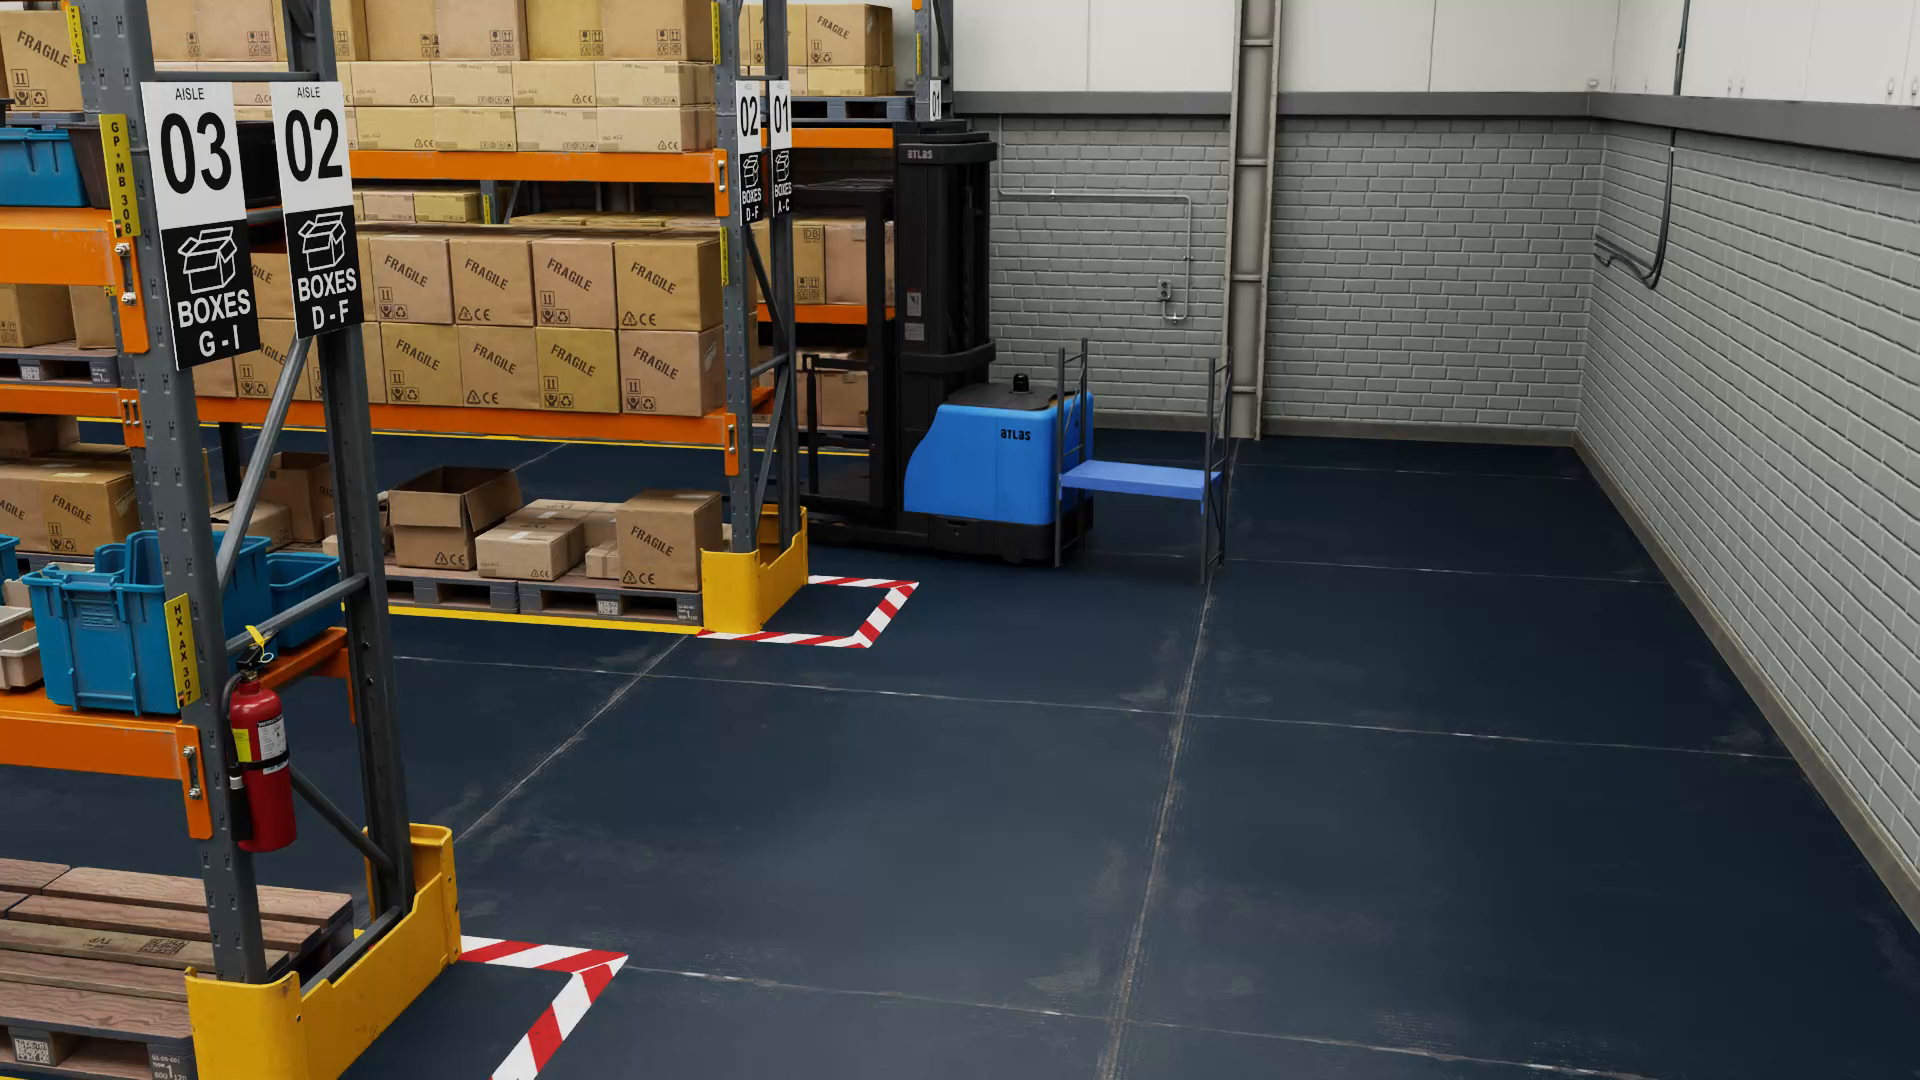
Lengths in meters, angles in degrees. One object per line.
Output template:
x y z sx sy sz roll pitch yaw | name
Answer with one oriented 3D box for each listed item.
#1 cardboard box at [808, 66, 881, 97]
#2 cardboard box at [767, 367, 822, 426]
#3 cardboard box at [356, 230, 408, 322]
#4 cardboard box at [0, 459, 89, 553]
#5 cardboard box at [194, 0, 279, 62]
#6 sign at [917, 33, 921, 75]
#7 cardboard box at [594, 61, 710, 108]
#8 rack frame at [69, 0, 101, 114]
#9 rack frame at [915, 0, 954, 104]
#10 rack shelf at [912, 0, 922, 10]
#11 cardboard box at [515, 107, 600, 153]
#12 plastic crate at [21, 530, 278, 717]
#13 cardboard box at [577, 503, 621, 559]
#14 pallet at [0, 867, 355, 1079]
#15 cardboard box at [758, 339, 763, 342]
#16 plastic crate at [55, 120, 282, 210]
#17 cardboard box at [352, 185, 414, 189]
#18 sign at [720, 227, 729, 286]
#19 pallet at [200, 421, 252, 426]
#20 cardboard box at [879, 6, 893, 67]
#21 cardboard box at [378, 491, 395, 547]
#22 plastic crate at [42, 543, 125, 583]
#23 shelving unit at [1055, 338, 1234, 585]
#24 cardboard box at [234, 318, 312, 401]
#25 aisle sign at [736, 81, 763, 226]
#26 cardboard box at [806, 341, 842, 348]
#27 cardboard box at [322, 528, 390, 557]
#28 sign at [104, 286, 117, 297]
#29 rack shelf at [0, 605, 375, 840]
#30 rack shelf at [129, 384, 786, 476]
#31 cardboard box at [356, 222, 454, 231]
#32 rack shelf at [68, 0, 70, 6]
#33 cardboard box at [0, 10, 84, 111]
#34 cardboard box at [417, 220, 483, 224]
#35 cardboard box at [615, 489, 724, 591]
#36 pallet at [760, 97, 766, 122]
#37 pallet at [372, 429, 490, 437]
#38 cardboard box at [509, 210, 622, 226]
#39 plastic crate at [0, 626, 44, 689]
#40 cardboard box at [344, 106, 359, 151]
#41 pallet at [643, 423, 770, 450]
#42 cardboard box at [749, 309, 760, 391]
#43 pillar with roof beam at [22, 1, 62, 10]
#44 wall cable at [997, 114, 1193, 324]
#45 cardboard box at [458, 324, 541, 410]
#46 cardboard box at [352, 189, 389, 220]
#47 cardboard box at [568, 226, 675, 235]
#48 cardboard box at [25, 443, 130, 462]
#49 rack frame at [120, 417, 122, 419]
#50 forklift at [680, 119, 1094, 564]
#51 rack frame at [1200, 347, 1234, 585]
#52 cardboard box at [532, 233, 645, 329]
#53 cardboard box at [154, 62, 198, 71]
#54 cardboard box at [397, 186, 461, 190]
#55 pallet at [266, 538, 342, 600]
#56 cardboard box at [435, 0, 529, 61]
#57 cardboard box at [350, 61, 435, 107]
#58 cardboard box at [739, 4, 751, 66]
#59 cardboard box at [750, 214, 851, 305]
-0.987 -3.924 14.229 0.500 0.250 0.500 4 16 13 | cardboard box
-1.413 -1.367 15.202 0.500 0.500 0.700 3 16 11 | cardboard box
-3.705 -1.624 10.177 0.500 0.500 0.500 3 16 9 | cardboard box
-6.143 -0.235 11.080 0.500 0.500 0.500 3 16 11 | cardboard box
-4.174 -3.144 10.043 0.500 0.500 0.700 3 16 11 | cardboard box
-0.338 -4.024 13.771 0.005 0.325 0.100 3 16 11 | sign
-1.754 -2.610 9.520 0.500 0.250 0.500 3 16 11 | cardboard box
-5.120 -4.139 10.077 0.127 3.000 1.000 3 16 11 | rack frame
-0.216 -5.222 13.988 0.127 3.000 1.000 3 16 11 | rack frame
-2.176 -4.789 14.521 4.000 0.370 1.077 3 16 11 | rack shelf
-2.244 -2.396 9.685 0.500 0.250 0.500 3 16 11 | cardboard box
-2.556 0.246 5.308 0.499 0.435 0.616 3 16 11 | plastic crate
-2.166 -0.052 10.886 0.500 0.250 0.500 3 16 11 | cardboard box
-2.991 1.550 6.000 1.213 0.211 1.003 3 16 11 | pallet
-2.003 -1.765 15.426 0.250 0.149 0.380 3 16 12 | cardboard box
-2.512 -1.215 5.387 0.590 0.269 0.497 3 16 11 | plastic crate
-5.541 -3.251 15.921 0.500 0.250 0.500 3 16 9 | cardboard box
-1.330 -1.601 9.393 0.005 0.325 0.100 3 16 11 | sign
-7.298 -1.351 16.475 1.213 0.211 1.003 3 16 11 | pallet
-0.884 -4.418 14.607 0.500 0.500 0.500 2 16 9 | cardboard box
-3.770 -0.168 11.192 0.500 0.311 0.500 3 16 11 | cardboard box
-3.012 0.178 5.932 0.300 0.233 0.416 3 16 11 | plastic crate
1.225 -0.542 11.138 1.048 1.500 0.538 7 17 23 | shelving unit
-4.172 -1.171 10.414 0.500 0.500 0.500 3 16 12 | cardboard box
-1.194 -2.204 9.460 0.004 0.787 0.394 3 16 11 | aisle sign
-1.257 -1.725 15.281 0.250 0.149 0.380 3 16 11 | cardboard box
-3.902 0.028 10.756 0.250 0.166 0.380 3 16 11 | cardboard box
-5.227 -1.660 10.198 0.005 0.325 0.100 3 16 11 | sign
-4.150 0.501 5.913 4.000 0.370 1.077 3 16 11 | rack shelf
-3.160 -0.795 10.590 4.000 0.370 1.077 3 16 11 | rack shelf
-3.576 -1.765 10.686 0.500 0.500 0.500 3 16 12 | cardboard box
-6.096 -5.002 15.289 4.000 0.370 1.077 3 16 11 | rack shelf
-5.599 -3.038 10.561 0.600 0.600 0.600 2 16 6 | cardboard box
-4.639 -2.704 15.352 0.500 0.500 0.500 3 16 10 | cardboard box
-1.782 -0.007 10.256 0.500 0.500 0.500 3 16 11 | cardboard box
-2.145 -3.835 14.765 1.213 0.211 1.003 3 16 11 | pallet
-4.907 -1.221 16.006 1.213 0.211 1.003 3 16 11 | pallet
-3.608 -2.655 15.397 0.700 0.700 0.980 3 16 12 | cardboard box
-3.026 0.363 5.445 0.243 0.136 0.396 3 16 11 | plastic crate
-3.714 -2.476 9.973 0.500 0.250 0.500 3 16 11 | cardboard box
-2.207 -1.075 15.477 1.213 0.211 1.003 3 16 11 | pallet
-1.582 -1.176 10.430 0.500 0.500 0.500 3 16 12 | cardboard box
-10.015 -4.817 12.525 0.400 9.000 9.100 3 16 11 | pillar with roof beam
1.227 -3.000 15.300 1.851 1.984 0.084 3 16 11 | wall cable
-2.690 -1.091 10.123 0.500 0.500 0.500 3 16 12 | cardboard box
-5.644 -3.121 15.454 0.500 0.250 0.500 3 16 12 | cardboard box
-2.096 -1.683 10.390 0.500 0.500 0.500 3 16 12 | cardboard box
-6.070 -0.370 11.568 0.500 0.500 0.500 3 16 12 | cardboard box
-8.056 -2.757 16.325 0.127 3.000 1.000 3 16 11 | rack frame
-0.600 -1.490 11.881 3.031 2.935 1.130 7 17 23 | forklift
1.691 -0.487 10.942 0.032 1.500 0.500 7 17 23 | rack frame
-2.186 -1.543 9.885 0.500 0.500 0.500 4 16 13 | cardboard box
-4.693 -2.771 10.103 0.500 0.250 0.500 3 16 11 | cardboard box
-5.049 -3.225 15.829 0.500 0.250 0.500 3 16 12 | cardboard box
-4.447 0.133 11.117 1.213 0.211 1.003 3 16 11 | pallet
-2.691 -3.081 9.816 0.500 0.500 0.700 3 16 11 | cardboard box
-3.225 -2.689 9.806 0.500 0.250 0.500 3 16 11 | cardboard box
-1.989 -4.339 14.320 0.500 0.500 0.500 2 16 9 | cardboard box
-1.433 -2.536 14.966 0.700 0.700 0.980 3 16 11 | cardboard box
